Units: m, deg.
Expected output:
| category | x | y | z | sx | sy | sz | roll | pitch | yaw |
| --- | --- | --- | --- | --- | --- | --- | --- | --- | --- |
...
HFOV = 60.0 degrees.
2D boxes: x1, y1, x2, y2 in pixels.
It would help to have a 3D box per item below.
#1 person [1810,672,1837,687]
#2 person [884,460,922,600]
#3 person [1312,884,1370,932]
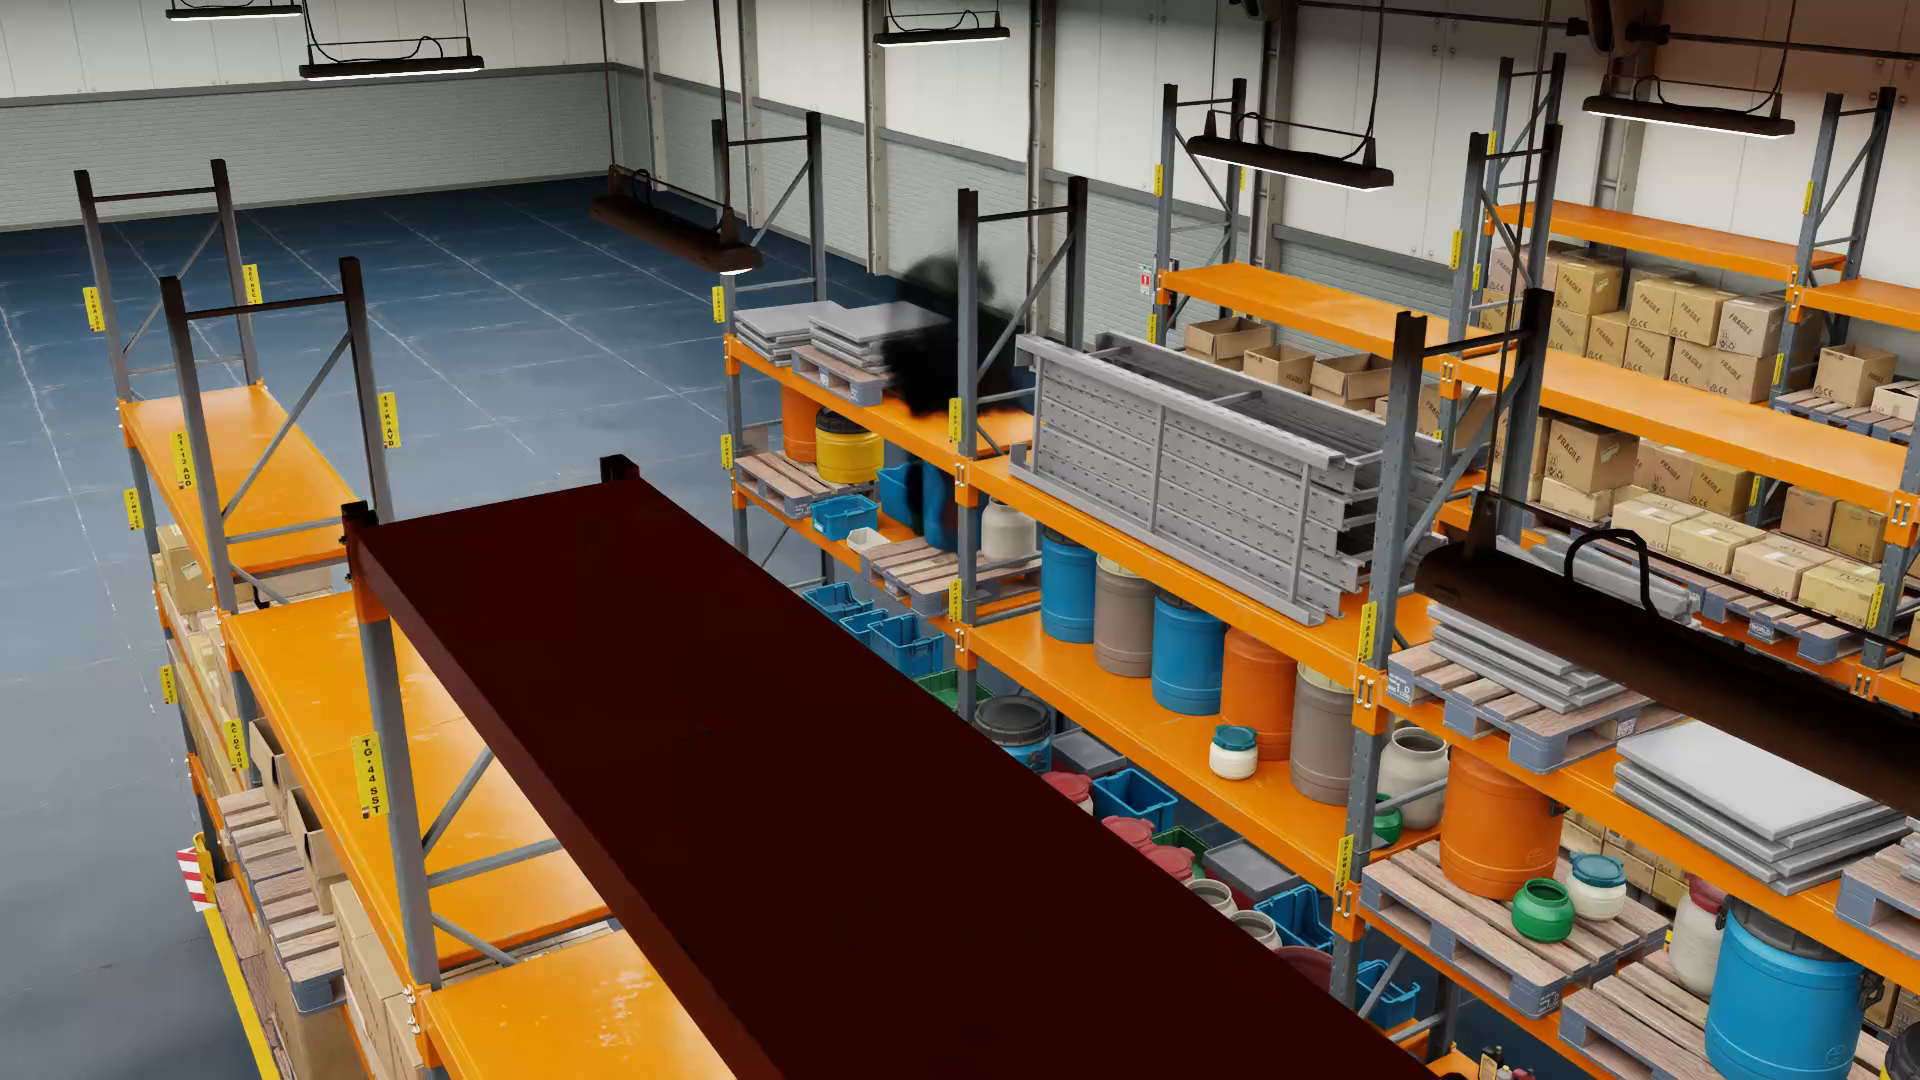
| category | x | y | z | sx | sy | sz | roll | pitch | yaw |
| --- | --- | --- | --- | --- | --- | --- | --- | --- | --- |
| person | 7.423 | 1.866 | 14.556 | 0.537 | 1.578 | 0.893 | -14 | 26 | -31 |
| person | -0.472 | -0.147 | 19.518 | 0.920 | 1.668 | 0.610 | -6 | 23 | -16 |
| person | 2.968 | 2.226 | 12.940 | 0.557 | 1.732 | 0.798 | -15 | 27 | -34 |
